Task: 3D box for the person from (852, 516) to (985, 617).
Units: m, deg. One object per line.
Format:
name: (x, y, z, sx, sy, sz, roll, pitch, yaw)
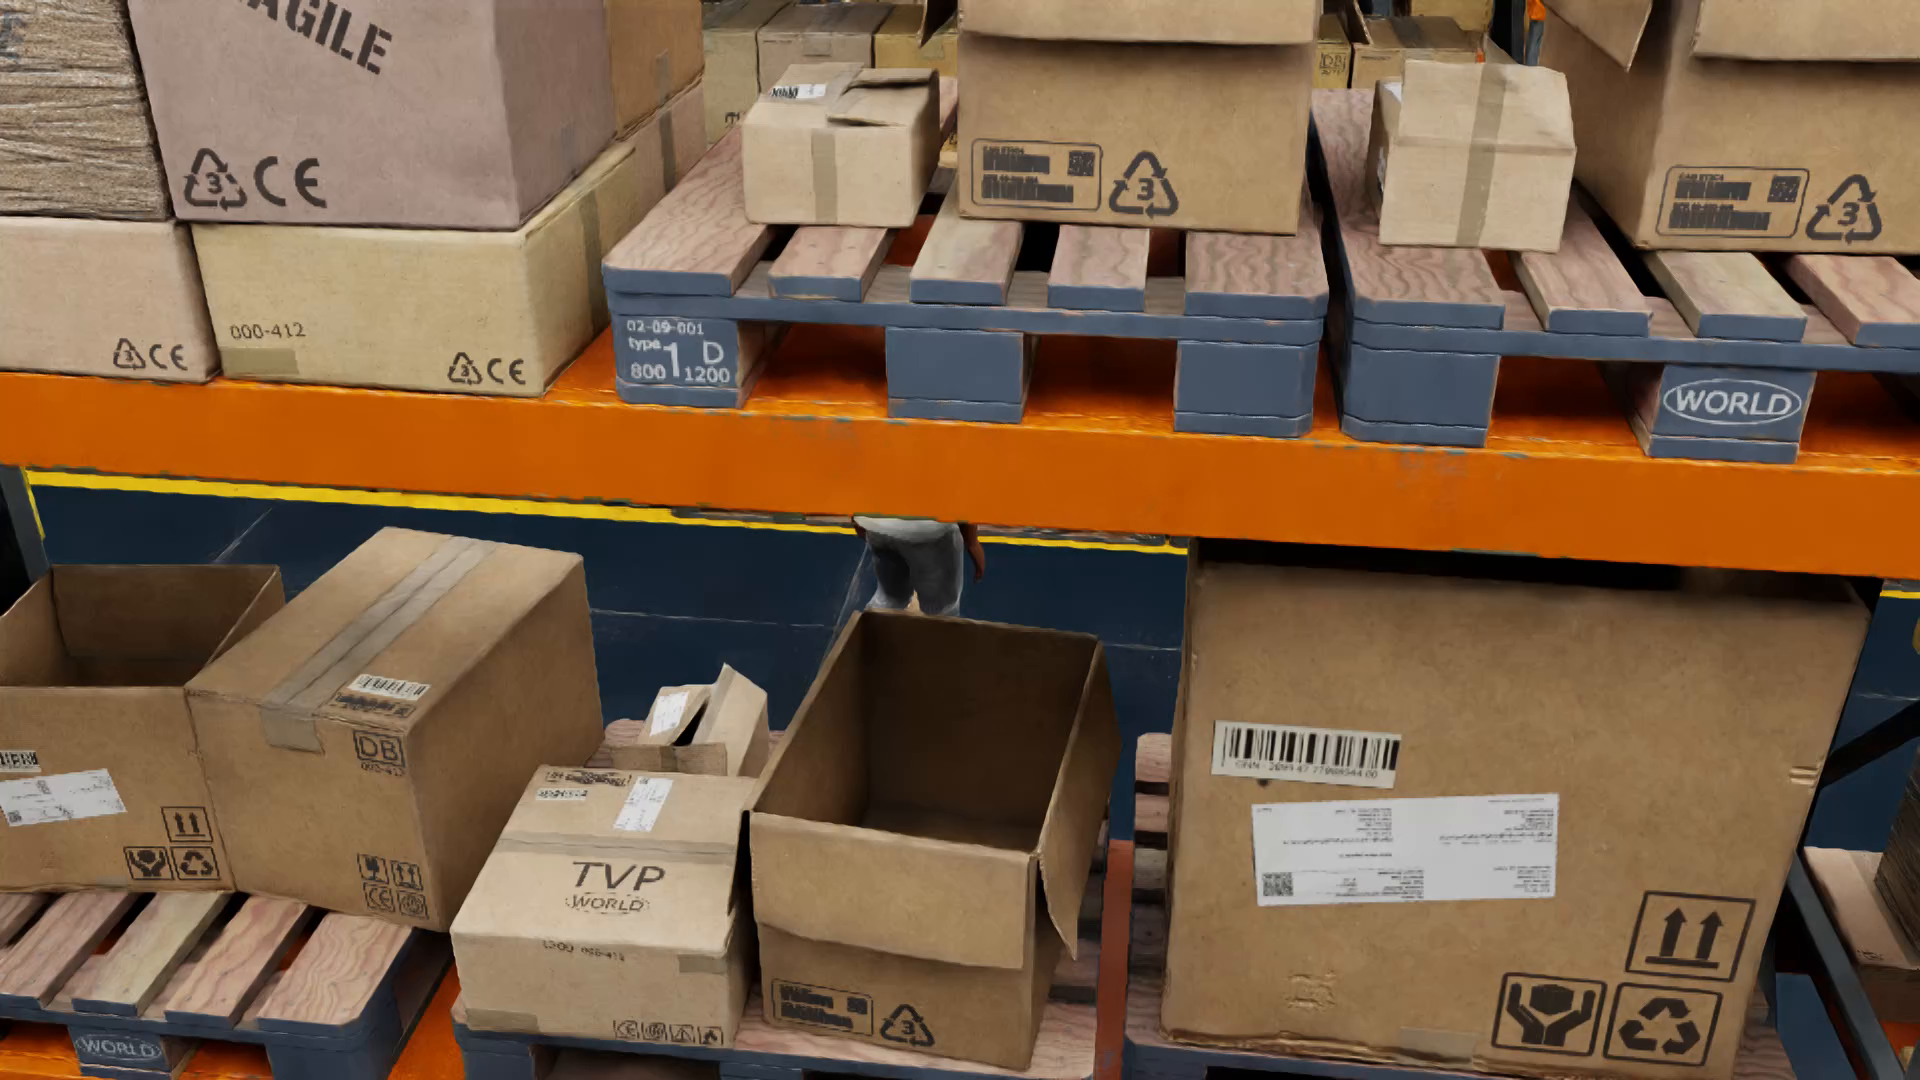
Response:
person: (-0.170, -0.066, 6.220, 0.627, 1.770, 0.523, 19, 34, 31)
